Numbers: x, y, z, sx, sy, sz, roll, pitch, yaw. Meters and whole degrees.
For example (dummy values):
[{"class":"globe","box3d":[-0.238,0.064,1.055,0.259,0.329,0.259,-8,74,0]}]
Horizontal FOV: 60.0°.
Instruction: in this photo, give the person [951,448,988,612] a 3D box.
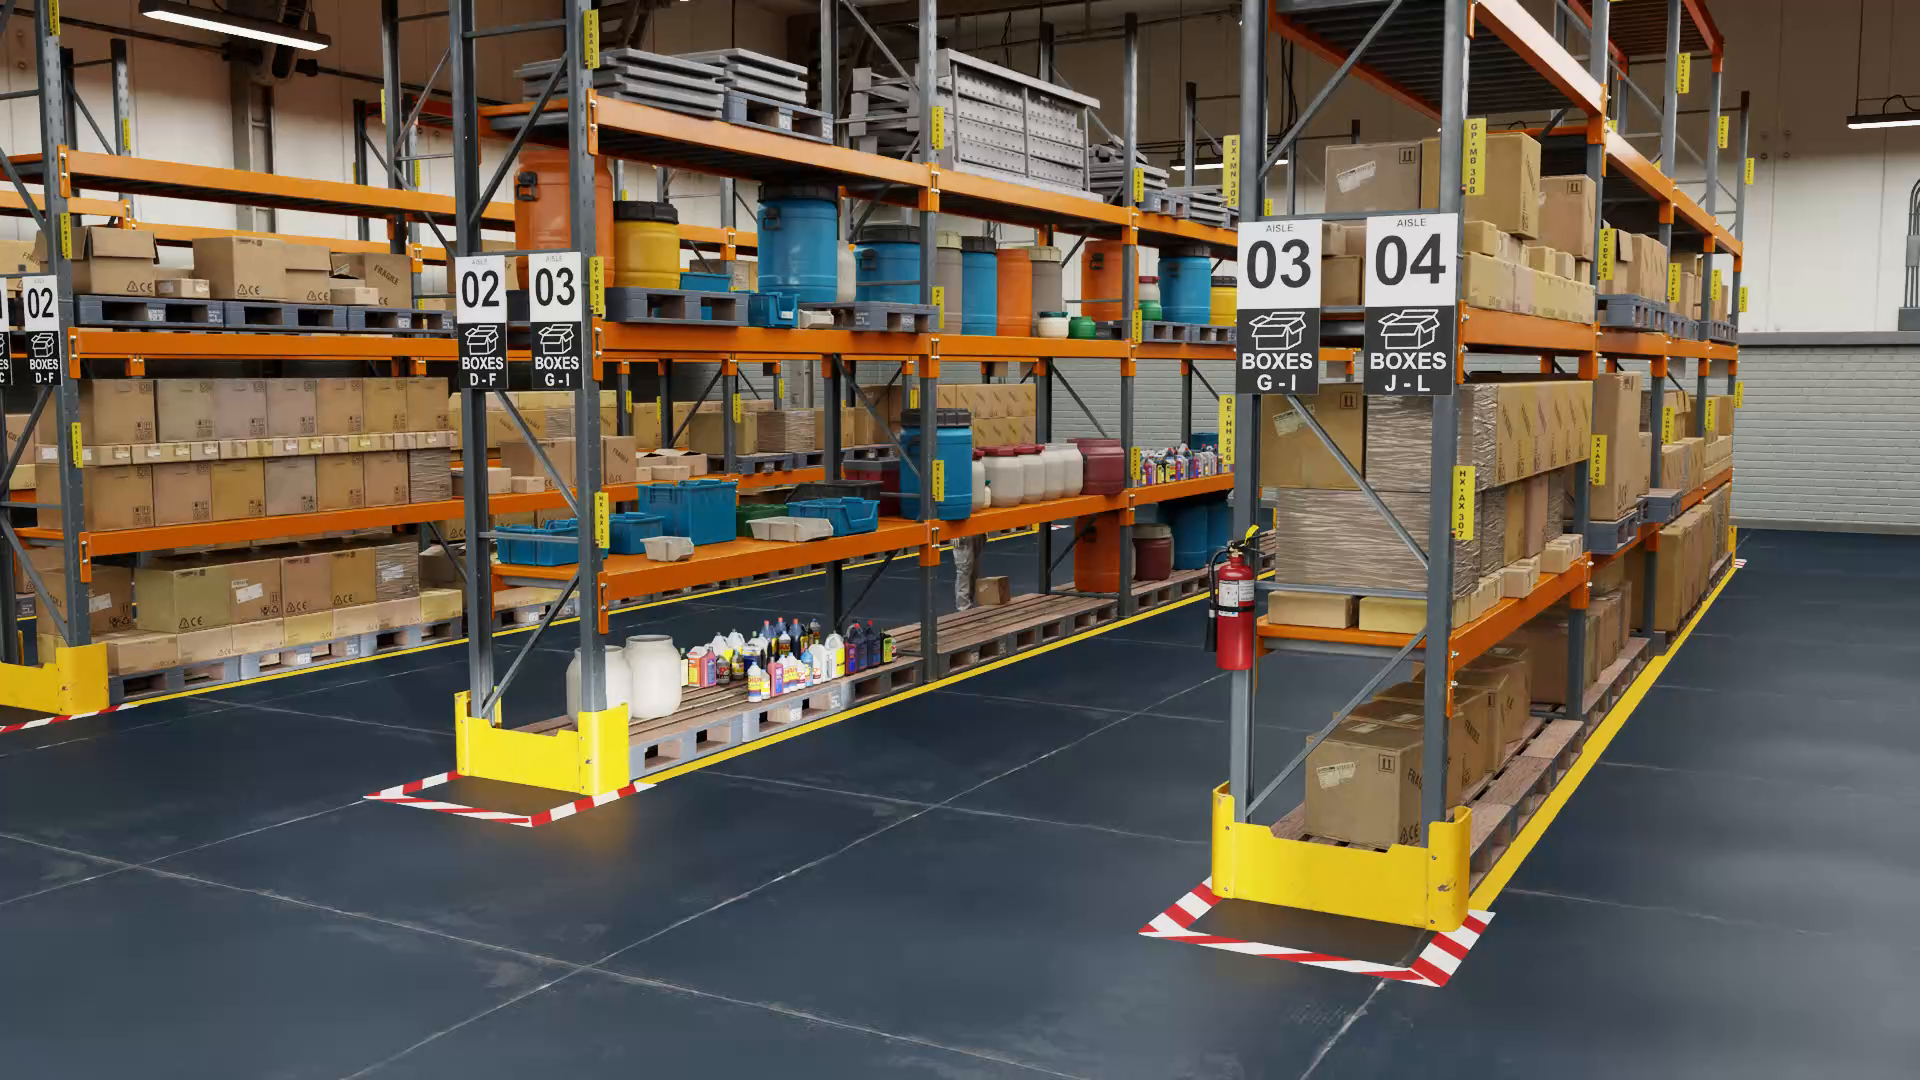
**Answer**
[{"class":"person","box3d":[0.129,-0.068,16.552,0.575,1.786,0.656,3,7,28]}]
